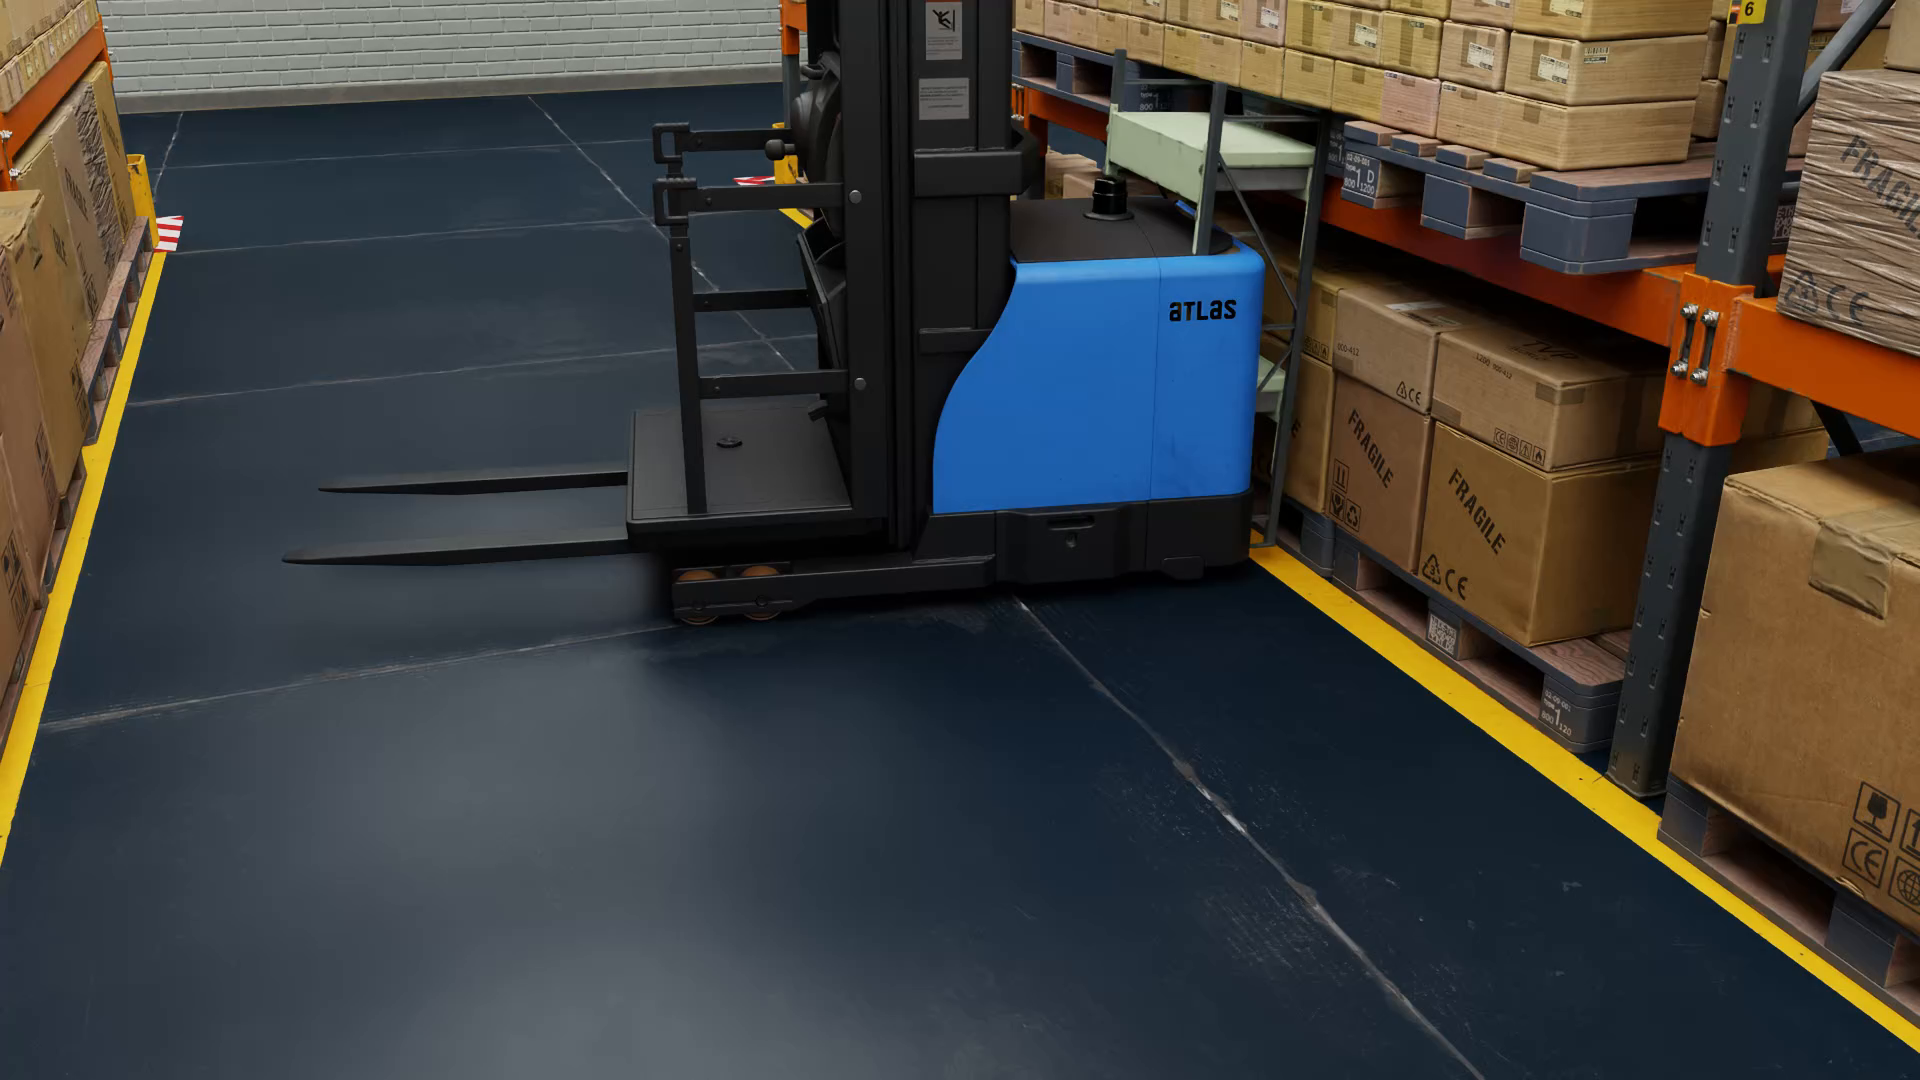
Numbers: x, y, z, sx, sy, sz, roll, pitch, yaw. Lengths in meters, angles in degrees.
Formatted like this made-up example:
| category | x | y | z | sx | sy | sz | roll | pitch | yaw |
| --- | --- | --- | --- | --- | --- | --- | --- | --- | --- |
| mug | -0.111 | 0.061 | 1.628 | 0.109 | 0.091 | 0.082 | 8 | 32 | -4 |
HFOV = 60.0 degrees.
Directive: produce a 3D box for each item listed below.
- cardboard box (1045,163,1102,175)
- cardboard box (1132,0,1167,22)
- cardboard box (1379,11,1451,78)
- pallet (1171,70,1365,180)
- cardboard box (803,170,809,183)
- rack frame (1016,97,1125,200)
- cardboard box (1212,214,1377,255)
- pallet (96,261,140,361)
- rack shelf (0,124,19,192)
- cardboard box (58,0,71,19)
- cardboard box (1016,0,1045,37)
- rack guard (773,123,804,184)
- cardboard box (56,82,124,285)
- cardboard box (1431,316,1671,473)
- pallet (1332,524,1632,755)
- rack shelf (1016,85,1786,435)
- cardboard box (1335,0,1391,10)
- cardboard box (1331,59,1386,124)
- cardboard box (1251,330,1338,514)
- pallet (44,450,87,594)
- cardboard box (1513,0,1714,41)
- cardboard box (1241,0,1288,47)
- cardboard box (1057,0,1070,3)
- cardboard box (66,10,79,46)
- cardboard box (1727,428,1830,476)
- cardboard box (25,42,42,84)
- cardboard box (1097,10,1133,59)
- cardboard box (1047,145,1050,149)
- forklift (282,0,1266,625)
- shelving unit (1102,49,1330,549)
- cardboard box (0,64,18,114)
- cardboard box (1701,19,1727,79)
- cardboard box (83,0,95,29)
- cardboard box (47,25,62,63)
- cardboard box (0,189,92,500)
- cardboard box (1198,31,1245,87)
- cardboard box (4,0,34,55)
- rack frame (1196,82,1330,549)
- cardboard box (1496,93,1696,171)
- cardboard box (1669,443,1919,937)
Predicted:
| category | x | y | z | sx | sy | sz | roll | pitch | yaw |
| --- | --- | --- | --- | --- | --- | --- | --- | --- | --- |
| cardboard box | 0.521 | -1.860 | 8.664 | 0.380 | 0.149 | 0.250 | -9 | 24 | -20 |
| cardboard box | 0.824 | -1.896 | 5.786 | 0.380 | 0.149 | 0.250 | -7 | 24 | -17 |
| cardboard box | 1.361 | -1.337 | 4.461 | 0.380 | 0.149 | 0.250 | -8 | 24 | -18 |
| pallet | 1.415 | -1.439 | 5.549 | 1.003 | 0.211 | 1.213 | -8 | 24 | -19 |
| cardboard box | -0.787 | -2.366 | 10.631 | 0.380 | 0.149 | 0.250 | -8 | 24 | -18 |
| rack frame | 0.740 | -2.267 | 7.267 | 1.000 | 3.000 | 0.127 | -8 | 24 | -19 |
| cardboard box | 1.120 | -0.970 | 5.903 | 0.500 | 0.250 | 0.500 | -7 | 24 | -17 |
| pallet | -4.566 | -1.069 | 8.015 | 1.003 | 0.211 | 1.213 | -8 | 24 | -19 |
| rack shelf | -3.229 | -0.565 | 4.155 | 1.077 | 0.370 | 4.000 | -8 | 24 | -19 |
| cardboard box | -4.571 | -2.636 | 7.951 | 0.500 | 0.250 | 0.500 | -9 | 25 | -21 |
| cardboard box | 0.449 | -2.139 | 6.745 | 0.380 | 0.149 | 0.250 | -10 | 25 | -22 |
| rack guard | -0.646 | -2.541 | 11.135 | 1.175 | 0.500 | 0.348 | -8 | 24 | -19 |
| cardboard box | -4.726 | -1.739 | 8.208 | 0.875 | 0.875 | 0.875 | -8 | 24 | -19 |
| cardboard box | 1.666 | -0.413 | 4.581 | 0.500 | 0.250 | 0.500 | -9 | 24 | -20 |
| pallet | 1.878 | 0.187 | 5.034 | 1.003 | 0.211 | 1.213 | -8 | 24 | -19 |
| rack shelf | 1.447 | -1.209 | 5.682 | 1.077 | 0.370 | 4.000 | -8 | 24 | -19 |
| cardboard box | 1.274 | -1.564 | 4.615 | 0.380 | 0.149 | 0.250 | -8 | 24 | -17 |
| cardboard box | 1.287 | -1.283 | 4.714 | 0.380 | 0.149 | 0.250 | -9 | 24 | -20 |
| cardboard box | 1.294 | -0.438 | 5.604 | 0.500 | 0.500 | 0.500 | -9 | 25 | -21 |
| pallet | -3.593 | -0.068 | 5.640 | 1.003 | 0.211 | 1.213 | -8 | 24 | -19 |
| cardboard box | 1.551 | -1.281 | 3.943 | 0.380 | 0.149 | 0.250 | -9 | 25 | -21 |
| cardboard box | 1.095 | -1.614 | 5.117 | 0.380 | 0.149 | 0.250 | -8 | 24 | -18 |
| cardboard box | 0.542 | -2.182 | 6.464 | 0.380 | 0.149 | 0.250 | -9 | 24 | -20 |
| cardboard box | -4.553 | -2.506 | 8.156 | 0.380 | 0.149 | 0.250 | -9 | 24 | -20 |
| cardboard box | 2.142 | -0.147 | 4.915 | 0.500 | 0.500 | 0.500 | -9 | 25 | -21 |
| cardboard box | -4.010 | -1.947 | 6.831 | 0.380 | 0.149 | 0.250 | -9 | 24 | -20 |
| cardboard box | 0.725 | -1.856 | 6.074 | 0.380 | 0.149 | 0.250 | -8 | 24 | -18 |
| cardboard box | 0.284 | -2.146 | 9.343 | 0.380 | 0.149 | 0.250 | -8 | 24 | -19 |
| forklift | -0.616 | -1.310 | 5.084 | 3.031 | 2.935 | 1.130 | -4 | 23 | -9 |
| shelving unit | 0.778 | -0.798 | 5.501 | 0.431 | 1.500 | 0.755 | -5 | 24 | -18 |
| cardboard box | -3.729 | -1.661 | 6.151 | 0.380 | 0.149 | 0.250 | -8 | 24 | -19 |
| cardboard box | 2.072 | -1.330 | 4.443 | 0.380 | 0.149 | 0.250 | -7 | 24 | -16 |
| cardboard box | -4.822 | -2.782 | 8.813 | 0.380 | 0.149 | 0.250 | -8 | 24 | -18 |
| cardboard box | -4.281 | -2.227 | 7.495 | 0.380 | 0.149 | 0.250 | -9 | 25 | -21 |
| cardboard box | -3.691 | -0.608 | 5.525 | 1.225 | 0.875 | 0.875 | -8 | 24 | -19 |
| cardboard box | 1.001 | -1.573 | 5.402 | 0.380 | 0.149 | 0.250 | -10 | 25 | -21 |
| cardboard box | -4.028 | -2.079 | 6.631 | 0.500 | 0.250 | 0.500 | -8 | 24 | -19 |
| rack frame | 0.892 | -0.656 | 5.183 | 0.400 | 1.500 | 0.023 | -5 | 24 | -18 |
| cardboard box | 1.549 | -1.008 | 4.061 | 0.380 | 0.149 | 0.250 | -8 | 24 | -18 |
| cardboard box | 2.284 | 0.263 | 3.619 | 1.050 | 0.750 | 0.750 | -9 | 24 | -20 |
